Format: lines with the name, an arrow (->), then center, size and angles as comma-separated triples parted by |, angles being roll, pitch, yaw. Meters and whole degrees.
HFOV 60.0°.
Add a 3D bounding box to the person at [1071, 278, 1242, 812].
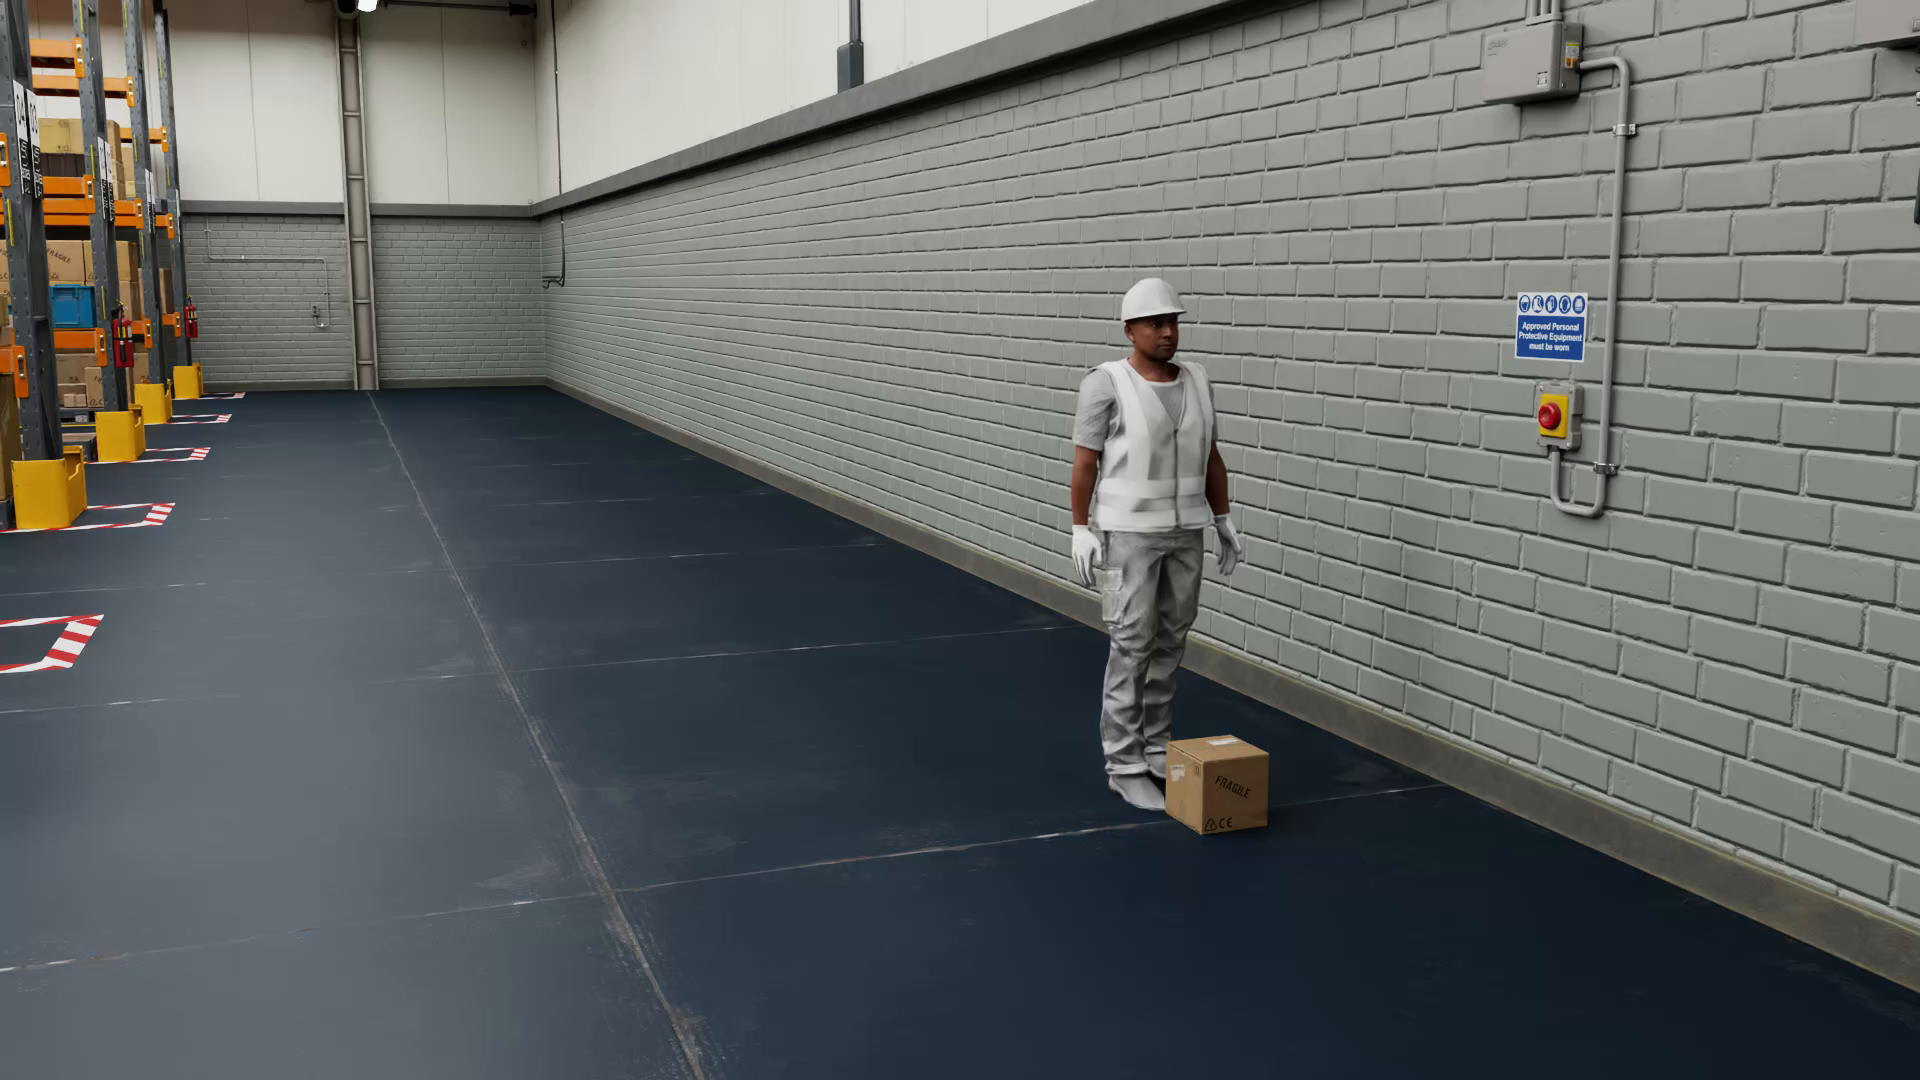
person -> 0.738, 0.005, 5.823 | 0.594, 1.825, 0.517 | -5, 10, -29
